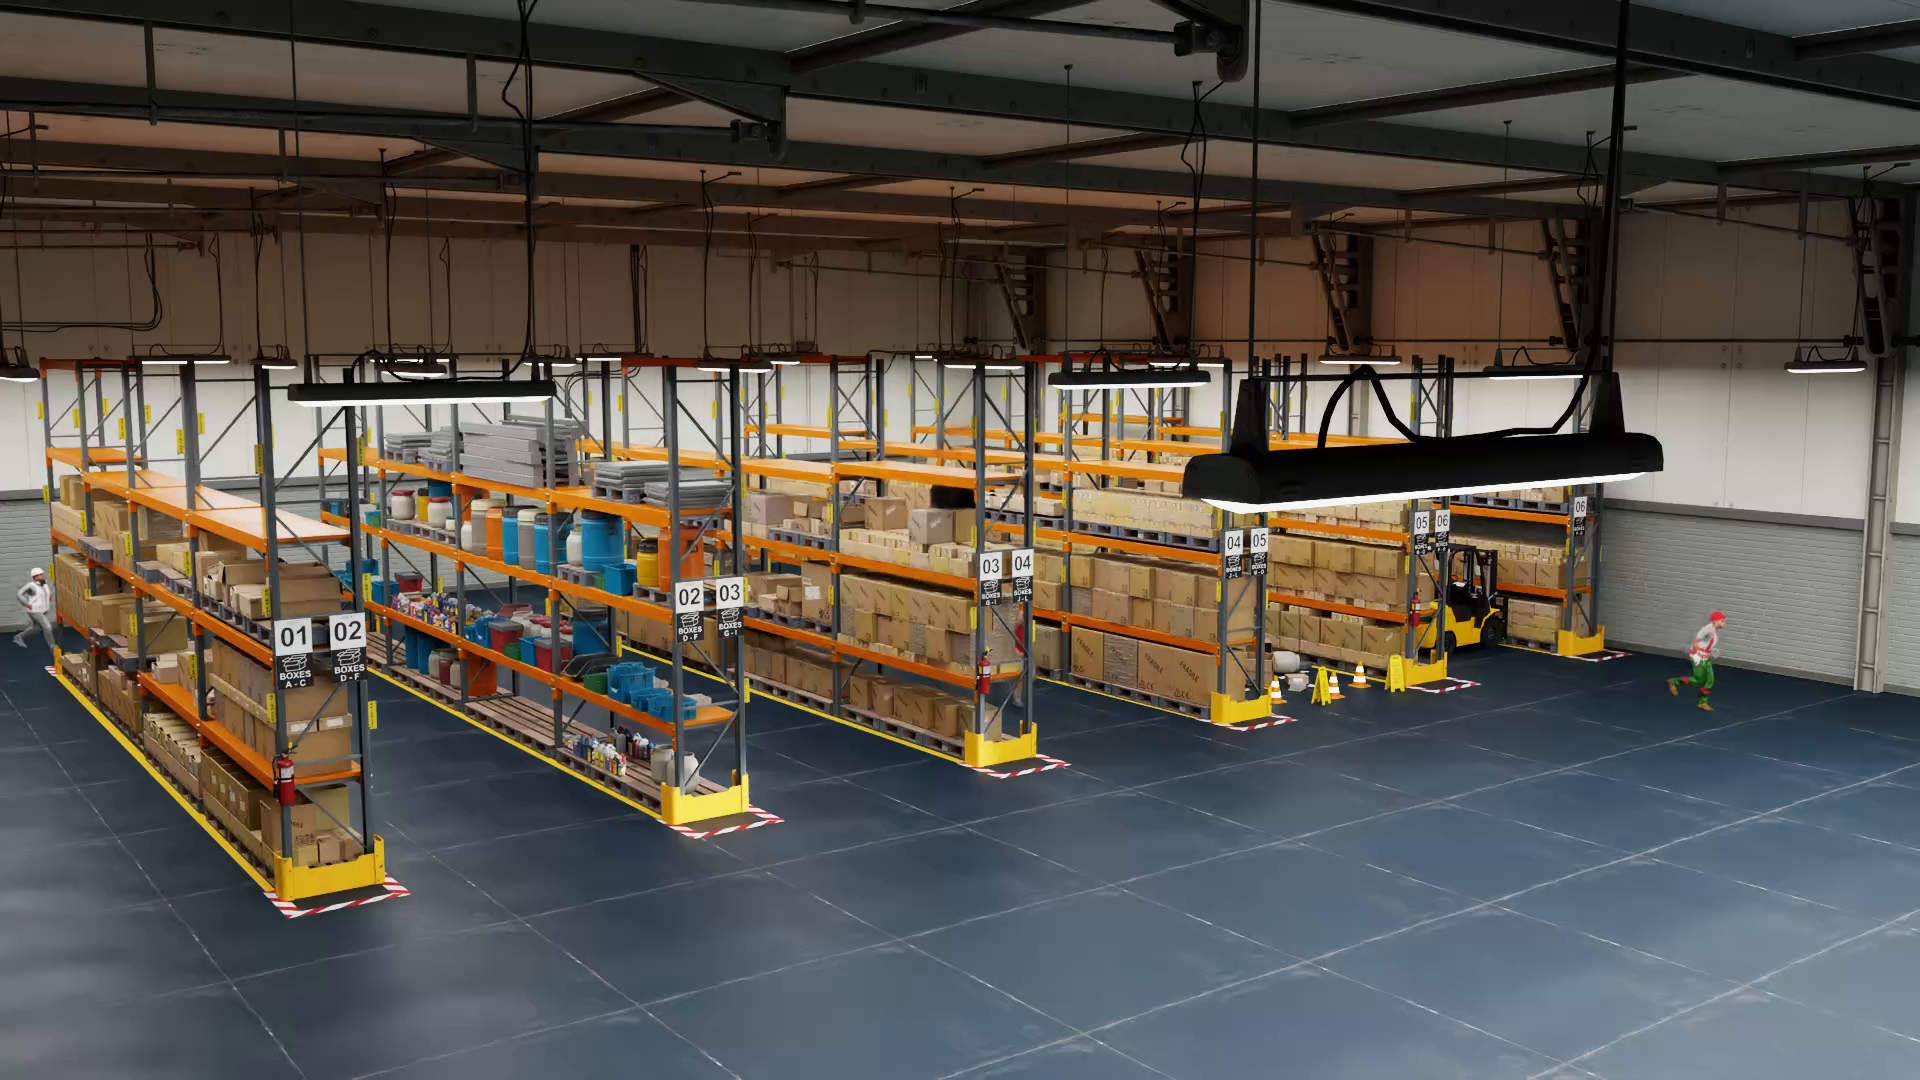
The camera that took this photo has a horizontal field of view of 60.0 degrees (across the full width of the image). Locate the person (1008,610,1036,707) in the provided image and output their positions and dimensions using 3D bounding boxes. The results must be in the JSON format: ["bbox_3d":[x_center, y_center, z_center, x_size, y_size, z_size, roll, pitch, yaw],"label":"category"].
[{"bbox_3d":[1.056,2.040,28.867,0.679,1.692,0.672,-6,9,-42],"label":"person"}]

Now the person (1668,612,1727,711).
[{"bbox_3d":[12.735,2.060,28.723,0.914,1.723,0.659,5,8,34],"label":"person"}]

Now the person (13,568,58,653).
[{"bbox_3d":[-18.579,1.455,33.476,1.072,1.814,0.620,0,7,-1],"label":"person"}]

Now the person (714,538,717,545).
[{"bbox_3d":[-5.759,0.753,39.442,0.718,1.707,0.565,-4,8,-28],"label":"person"}]
